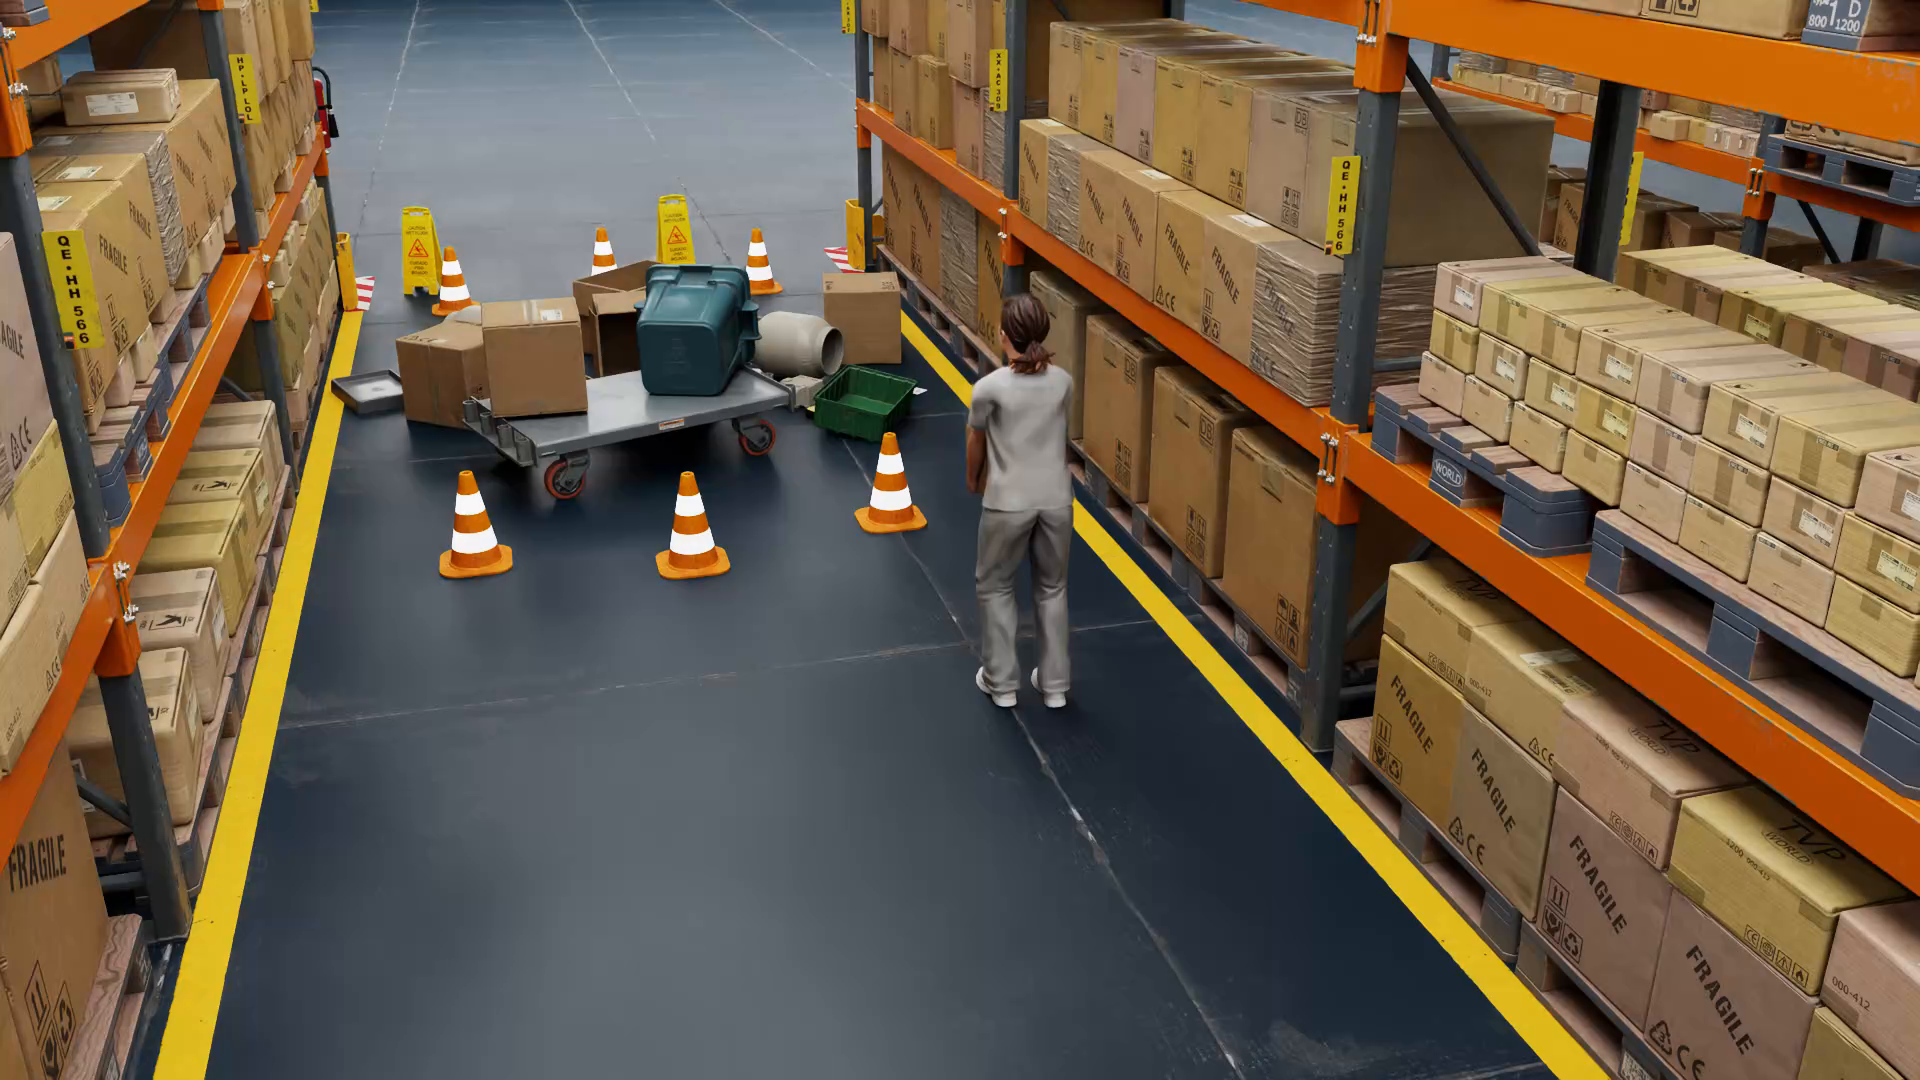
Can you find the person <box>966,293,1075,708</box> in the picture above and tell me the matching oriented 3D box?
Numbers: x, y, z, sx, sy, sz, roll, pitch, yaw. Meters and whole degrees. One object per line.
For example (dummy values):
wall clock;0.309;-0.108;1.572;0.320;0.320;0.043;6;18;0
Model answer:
person;0.221;-0.153;6.478;0.411;1.666;0.506;-7;24;-15
